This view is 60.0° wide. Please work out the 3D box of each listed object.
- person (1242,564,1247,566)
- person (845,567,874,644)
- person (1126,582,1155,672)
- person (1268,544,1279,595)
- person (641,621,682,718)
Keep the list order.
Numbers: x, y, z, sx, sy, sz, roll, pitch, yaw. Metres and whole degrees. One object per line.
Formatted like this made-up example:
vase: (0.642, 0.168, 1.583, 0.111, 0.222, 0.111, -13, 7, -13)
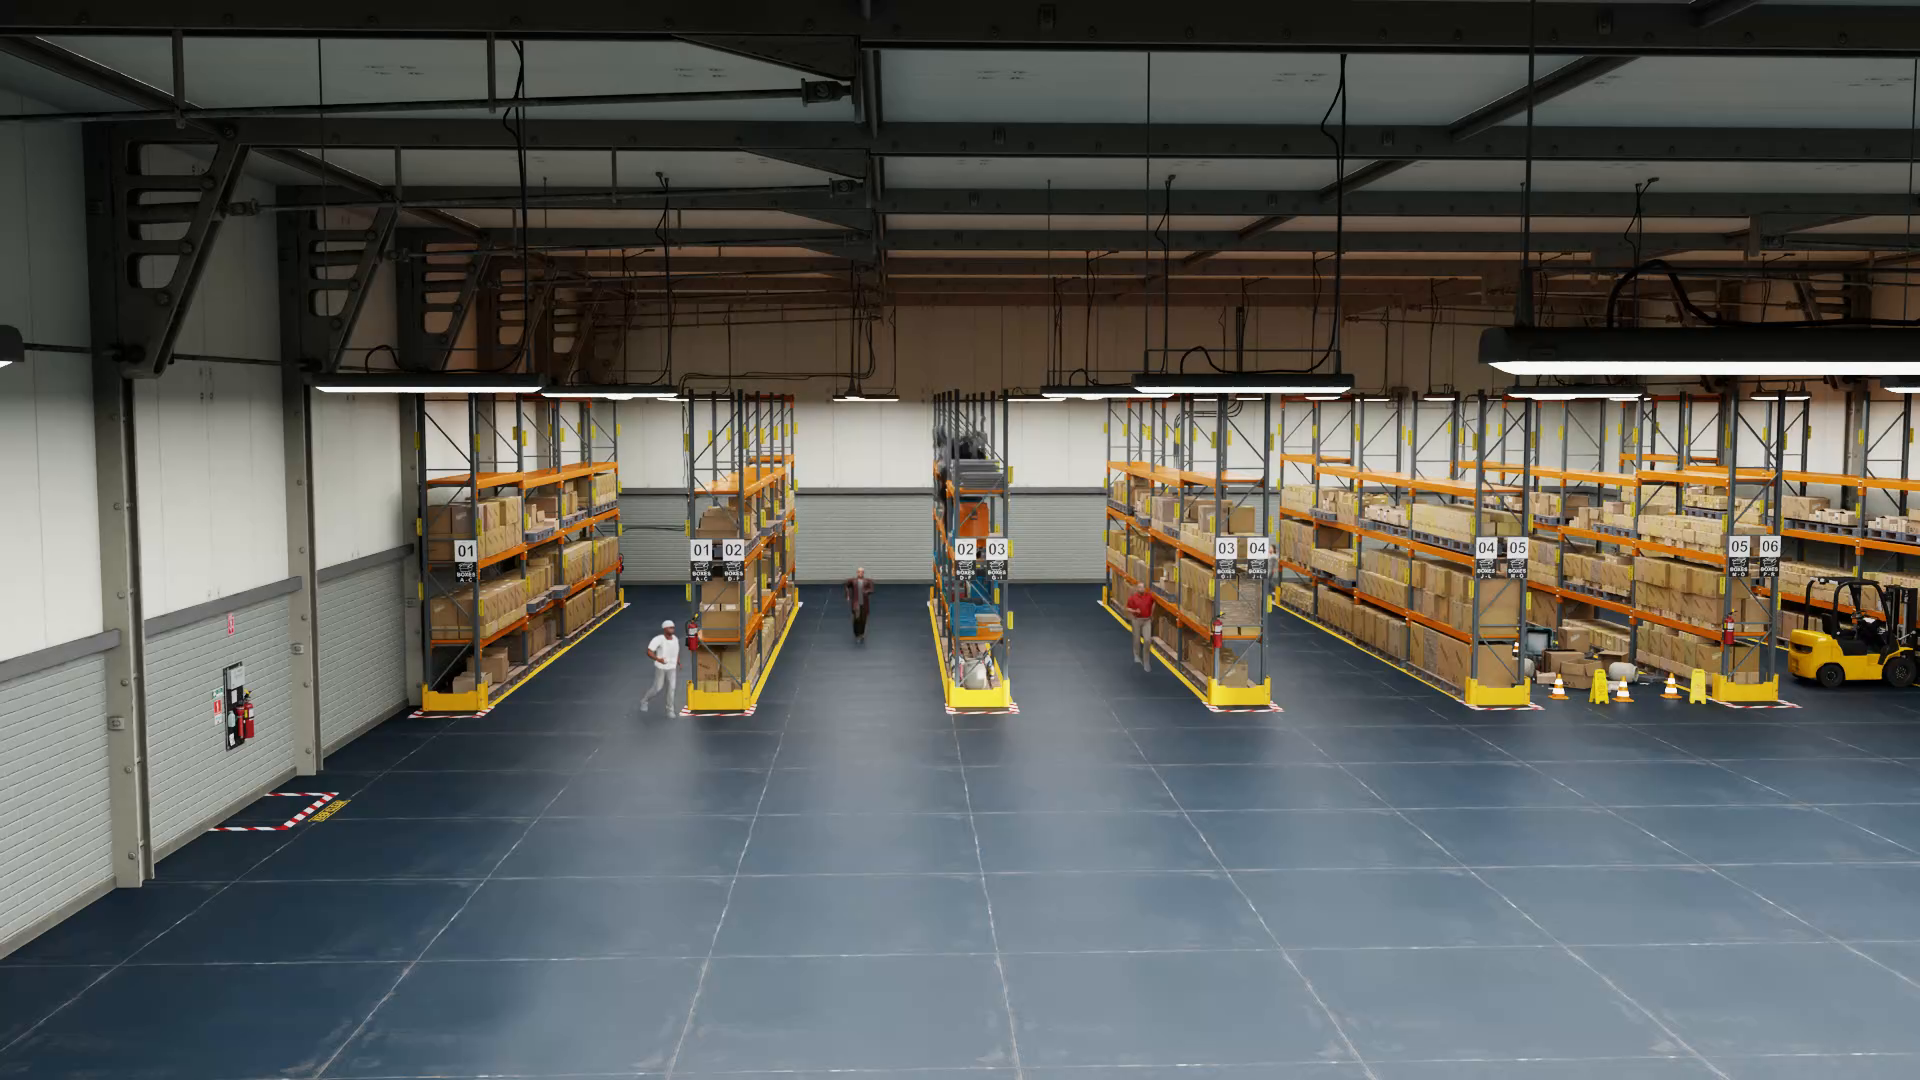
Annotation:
person: (7.885, 1.052, 46.934, 0.622, 1.732, 0.829, 1, 5, 12)
person: (-2.404, 1.577, 40.048, 0.669, 1.846, 0.828, -1, 5, -14)
person: (3.773, 1.800, 34.554, 0.638, 1.856, 0.747, 0, 5, -2)
person: (9.062, 0.909, 49.190, 0.861, 1.613, 0.734, 1, 5, 12)
person: (-5.380, 2.350, 30.532, 0.762, 1.738, 0.971, -4, 6, -42)
